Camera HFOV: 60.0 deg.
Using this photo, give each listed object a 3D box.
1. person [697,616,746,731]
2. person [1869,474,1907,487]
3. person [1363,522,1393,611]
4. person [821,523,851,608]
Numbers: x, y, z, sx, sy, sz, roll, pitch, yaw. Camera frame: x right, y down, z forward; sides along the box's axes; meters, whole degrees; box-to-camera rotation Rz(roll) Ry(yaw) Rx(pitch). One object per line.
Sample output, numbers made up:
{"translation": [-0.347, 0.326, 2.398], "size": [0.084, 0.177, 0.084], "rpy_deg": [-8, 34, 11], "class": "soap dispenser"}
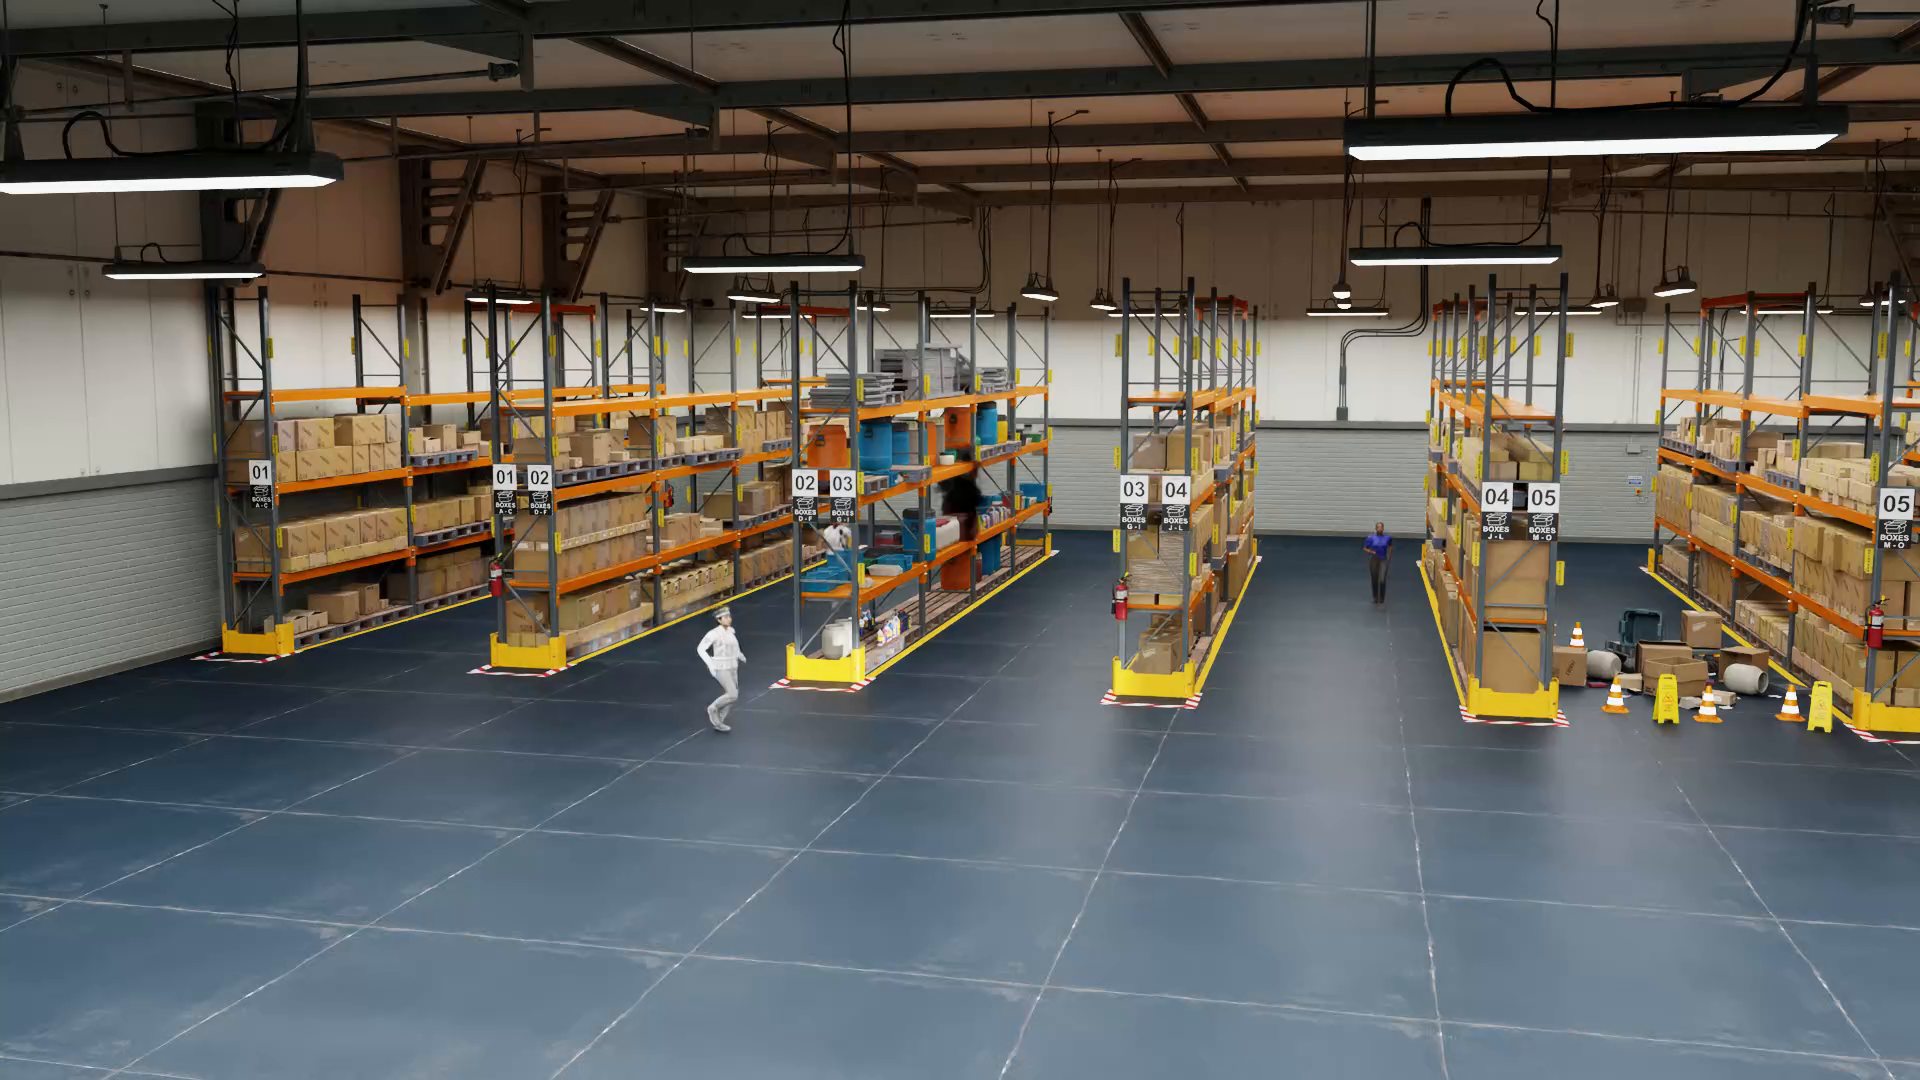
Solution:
{"translation": [-3.036, 1.712, 21.718], "size": [0.548, 1.601, 0.600], "rpy_deg": [4, 8, 33], "class": "person"}
{"translation": [14.797, 0.043, 28.444], "size": [2.600, 3.286, 13.815], "rpy_deg": [1, 7, 12], "class": "person"}
{"translation": [8.101, 0.489, 32.237], "size": [0.563, 1.703, 0.795], "rpy_deg": [2, 7, 15], "class": "person"}
{"translation": [-2.287, 0.361, 30.728], "size": [0.587, 1.699, 0.838], "rpy_deg": [2, 7, 14], "class": "person"}
